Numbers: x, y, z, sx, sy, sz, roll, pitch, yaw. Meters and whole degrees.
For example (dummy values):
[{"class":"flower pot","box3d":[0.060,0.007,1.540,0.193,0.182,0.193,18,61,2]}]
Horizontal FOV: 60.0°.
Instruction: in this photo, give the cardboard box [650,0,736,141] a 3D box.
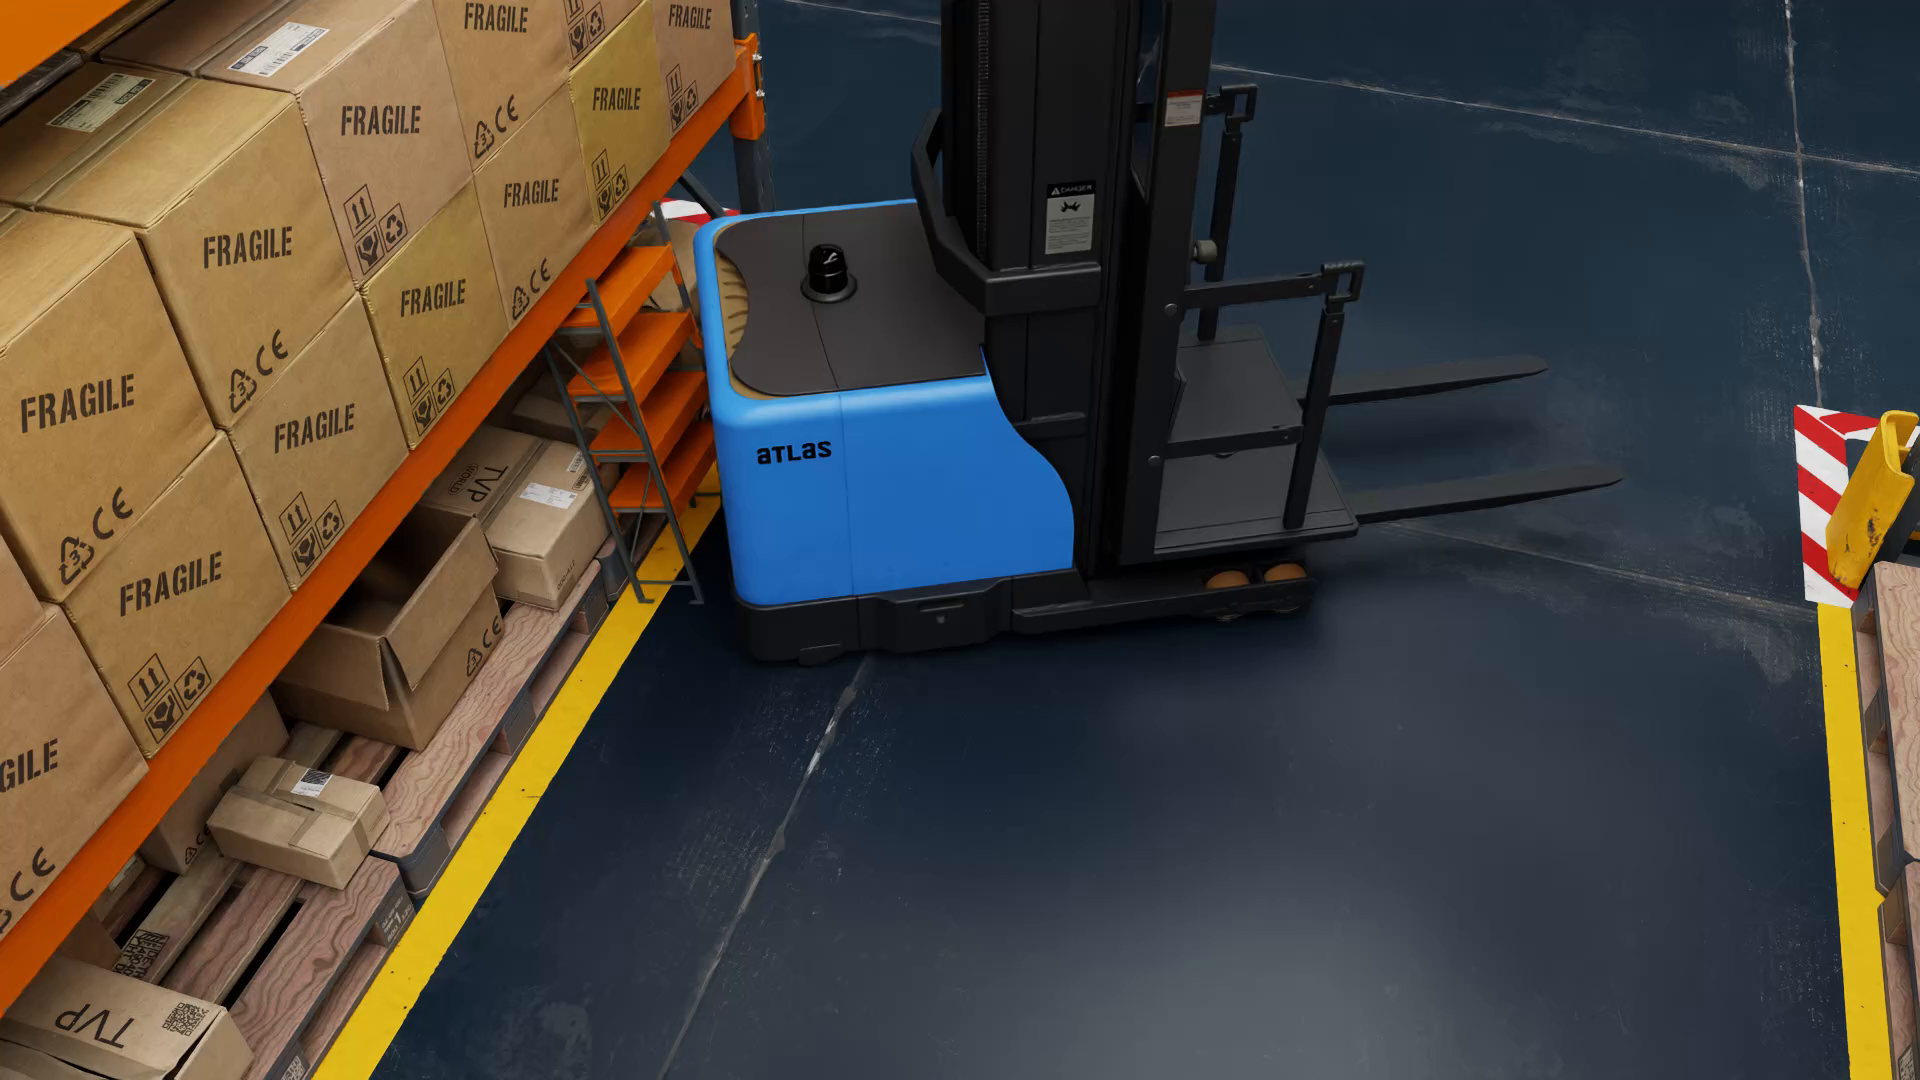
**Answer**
[{"class":"cardboard box","box3d":[-1.052,-1.627,5.196,0.500,0.500,0.500,14,46,14]}]

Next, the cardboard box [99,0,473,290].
[{"class":"cardboard box","box3d":[-1.509,-0.960,3.800,0.500,0.500,0.500,14,46,14]}]

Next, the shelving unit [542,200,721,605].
[{"class":"shelving unit","box3d":[-0.997,-0.419,5.322,0.258,1.200,0.503,1,38,18]}]

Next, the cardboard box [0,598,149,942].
[{"class":"cardboard box","box3d":[-1.973,0.401,3.124,0.500,0.500,0.500,14,46,14]}]

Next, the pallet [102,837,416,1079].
[{"class":"pallet","box3d":[-2.178,1.258,4.314,1.003,0.211,1.213,13,46,13]}]

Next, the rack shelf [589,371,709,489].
[{"class":"rack shelf","box3d":[-0.985,-0.365,5.361,0.258,0.148,0.480,1,38,18]}]

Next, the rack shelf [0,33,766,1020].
[{"class":"rack shelf","box3d":[-1.781,-0.357,4.485,1.077,0.370,4.000,13,46,13]}]

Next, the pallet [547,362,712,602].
[{"class":"pallet","box3d":[-1.439,-0.368,5.976,1.003,0.211,1.213,13,46,13]}]

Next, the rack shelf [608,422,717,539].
[{"class":"rack shelf","box3d":[-0.950,-0.208,5.476,0.258,0.148,0.480,1,38,18]}]

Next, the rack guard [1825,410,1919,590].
[{"class":"rack guard","box3d":[3.539,-0.021,5.414,1.175,0.500,0.348,13,46,13]}]

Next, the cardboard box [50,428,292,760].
[{"class":"cardboard box","box3d":[-1.821,0.059,3.473,0.500,0.500,0.500,13,46,13]}]

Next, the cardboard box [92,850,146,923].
[{"class":"cardboard box","box3d":[-2.428,0.878,4.432,0.380,0.149,0.250,13,46,13]}]

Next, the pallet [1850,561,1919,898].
[{"class":"pallet","box3d":[3.257,0.642,4.943,1.003,0.211,1.213,13,46,13]}]

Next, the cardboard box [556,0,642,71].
[{"class":"cardboard box","box3d":[-1.201,-1.649,4.504,0.500,0.500,0.500,14,46,14]}]

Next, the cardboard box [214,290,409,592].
[{"class":"cardboard box","box3d":[-1.667,-0.274,3.814,0.500,0.500,0.500,12,46,12]}]

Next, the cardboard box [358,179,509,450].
[{"class":"cardboard box","box3d":[-1.515,-0.613,4.160,0.500,0.500,0.500,12,46,12]}]

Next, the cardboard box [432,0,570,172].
[{"class":"cardboard box","box3d":[-1.353,-1.302,4.150,0.500,0.500,0.500,14,46,14]}]

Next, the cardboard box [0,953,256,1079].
[{"class":"cardboard box","box3d":[-2.054,1.289,3.896,0.500,0.311,0.500,13,46,13]}]

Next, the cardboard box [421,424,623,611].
[{"class":"cardboard box","box3d":[-1.422,-0.080,5.339,0.500,0.250,0.500,13,46,13]}]

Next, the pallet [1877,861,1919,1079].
[{"class":"pallet","box3d":[2.886,1.453,4.114,1.003,0.211,1.213,13,46,13]}]

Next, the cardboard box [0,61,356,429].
[{"class":"cardboard box","box3d":[-1.664,-0.615,3.448,0.500,0.500,0.500,11,46,11]}]

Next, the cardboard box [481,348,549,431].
[{"class":"cardboard box","box3d":[-1.762,-0.486,5.754,0.500,0.250,0.500,13,46,13]}]

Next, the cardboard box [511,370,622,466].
[{"class":"cardboard box","box3d":[-1.314,-0.427,5.752,0.380,0.166,0.250,13,46,13]}]

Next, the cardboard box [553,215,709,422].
[{"class":"cardboard box","box3d":[-1.106,-0.797,5.892,0.500,0.500,0.500,13,46,13]}]

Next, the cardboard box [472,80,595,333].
[{"class":"cardboard box","box3d":[-1.362,-0.949,4.504,0.500,0.500,0.500,13,46,13]}]

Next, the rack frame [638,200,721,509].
[{"class":"rack frame","box3d":[-0.937,-0.567,5.506,0.240,1.200,0.015,1,38,18]}]

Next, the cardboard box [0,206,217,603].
[{"class":"cardboard box","box3d":[-1.820,-0.273,3.098,0.500,0.500,0.500,11,45,11]}]

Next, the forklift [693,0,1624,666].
[{"class":"forklift","box3d":[0.710,-1.145,4.825,3.031,2.935,1.130,-7,45,-7]}]

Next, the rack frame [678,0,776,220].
[{"class":"rack frame","box3d":[-1.176,-1.947,5.595,1.000,3.000,0.127,13,46,13]}]

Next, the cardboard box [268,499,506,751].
[{"class":"cardboard box","box3d":[-1.823,0.200,4.871,0.797,0.503,0.637,13,46,13]}]

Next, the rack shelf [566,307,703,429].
[{"class":"rack shelf","box3d":[-1.025,-0.543,5.231,0.258,0.148,0.480,1,38,18]}]

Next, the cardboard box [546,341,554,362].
[{"class":"cardboard box","box3d":[-1.706,-0.719,6.051,0.380,0.166,0.250,13,46,13]}]

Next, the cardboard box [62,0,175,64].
[{"class":"cardboard box","box3d":[-2.022,-1.079,3.922,0.500,0.500,0.500,12,46,12]}]

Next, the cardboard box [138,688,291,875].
[{"class":"cardboard box","box3d":[-2.258,0.583,4.618,0.500,0.311,0.500,13,46,13]}]

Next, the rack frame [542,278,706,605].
[{"class":"rack frame","box3d":[-1.058,-0.270,5.138,0.240,1.200,0.015,1,38,18]}]

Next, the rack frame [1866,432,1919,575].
[{"class":"rack frame","box3d":[3.544,-0.896,4.521,1.000,3.000,0.127,13,46,13]}]

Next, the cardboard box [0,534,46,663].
[{"class":"cardboard box","box3d":[-1.976,0.071,2.746,0.500,0.500,0.500,14,46,14]}]

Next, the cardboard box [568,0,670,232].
[{"class":"cardboard box","box3d":[-1.206,-1.280,4.842,0.500,0.500,0.500,13,46,13]}]

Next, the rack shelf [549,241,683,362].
[{"class":"rack shelf","box3d":[-1.068,-0.731,5.094,0.258,0.148,0.480,1,38,18]}]

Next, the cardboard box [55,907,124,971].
[{"class":"cardboard box","box3d":[-2.485,1.015,4.041,0.500,0.500,0.500,13,46,13]}]

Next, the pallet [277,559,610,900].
[{"class":"pallet","box3d":[-1.811,0.442,5.147,1.003,0.211,1.213,13,46,13]}]

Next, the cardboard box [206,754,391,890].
[{"class":"cardboard box","box3d":[-1.801,0.762,4.538,0.380,0.166,0.250,13,46,13]}]

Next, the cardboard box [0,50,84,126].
[{"class":"cardboard box","box3d":[-2.175,-0.744,3.579,0.500,0.500,0.500,13,46,13]}]
